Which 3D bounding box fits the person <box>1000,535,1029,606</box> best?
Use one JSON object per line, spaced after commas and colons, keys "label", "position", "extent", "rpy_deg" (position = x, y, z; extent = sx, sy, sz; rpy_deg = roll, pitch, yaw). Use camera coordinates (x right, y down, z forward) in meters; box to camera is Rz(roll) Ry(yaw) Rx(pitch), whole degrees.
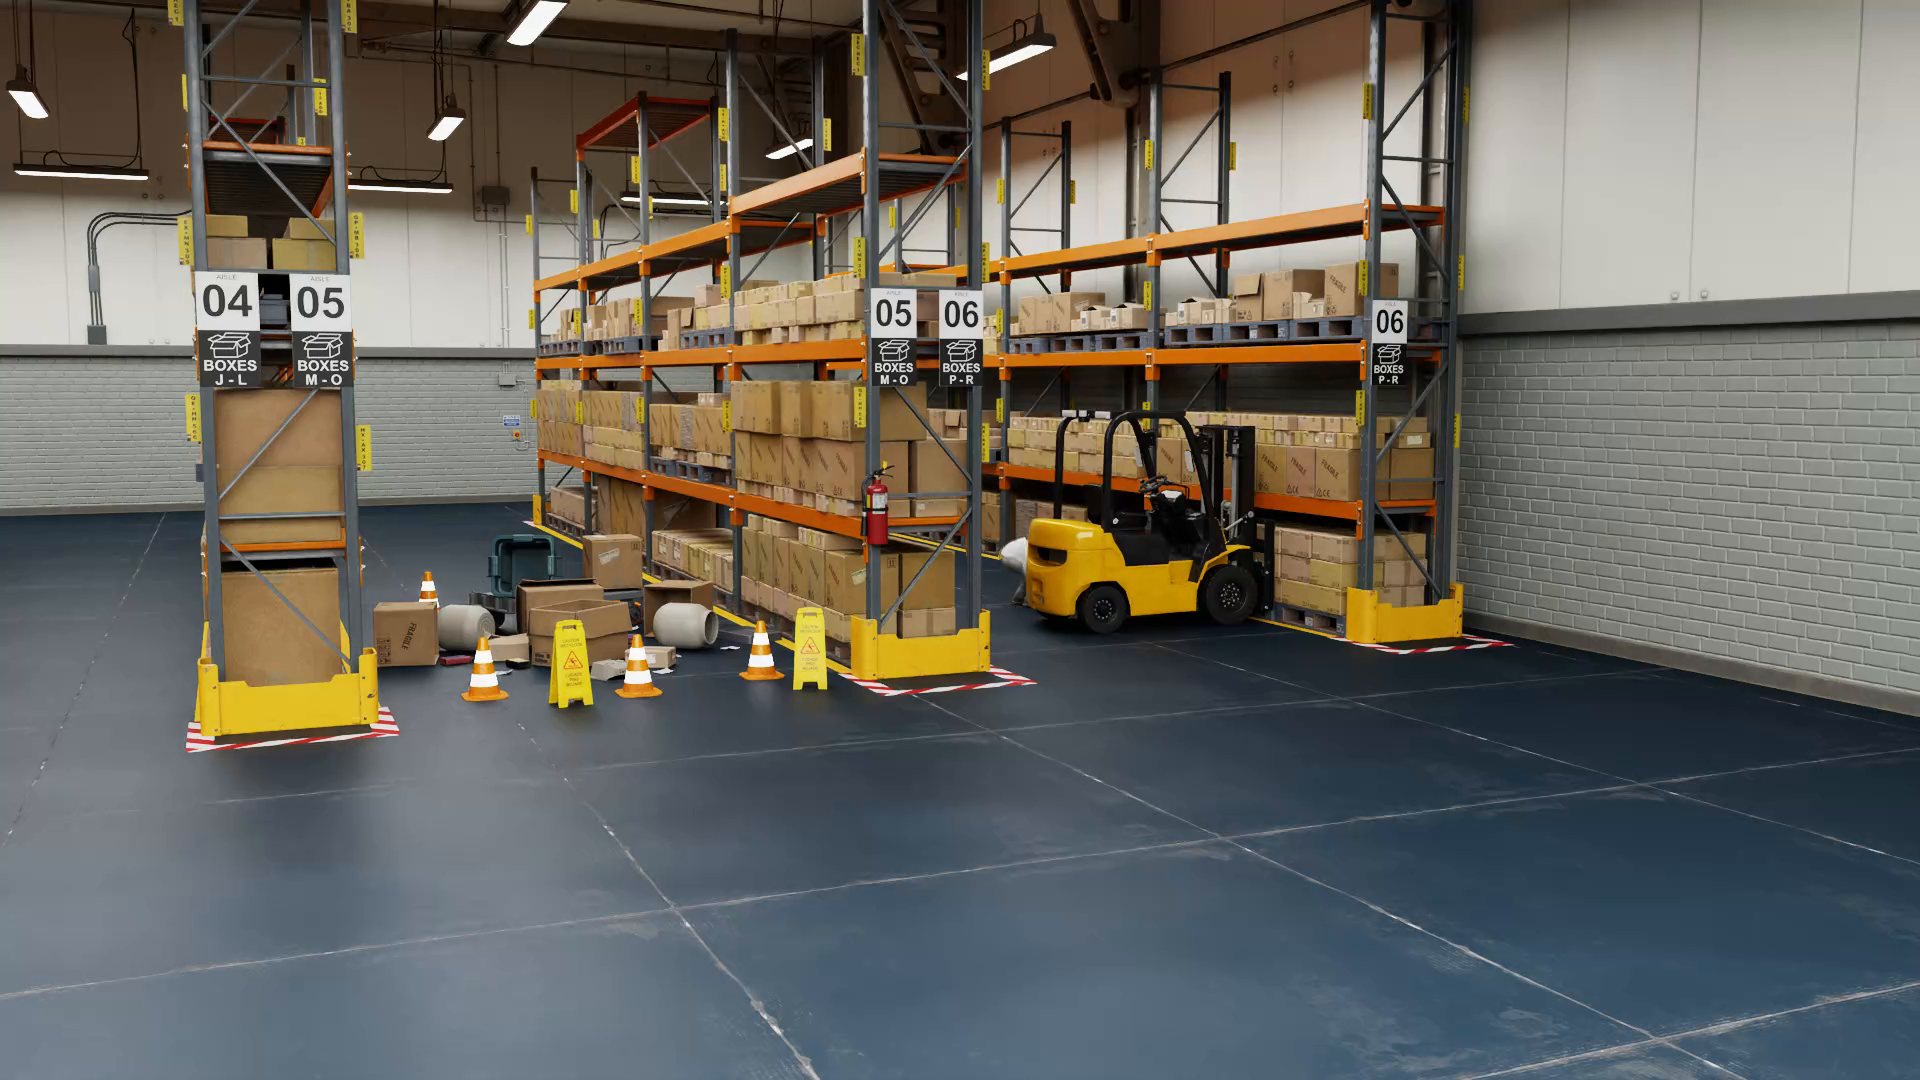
{"label": "person", "position": [0.894, 0.332, 18.241], "extent": [0.925, 0.797, 0.513], "rpy_deg": [-3, 6, -25]}
